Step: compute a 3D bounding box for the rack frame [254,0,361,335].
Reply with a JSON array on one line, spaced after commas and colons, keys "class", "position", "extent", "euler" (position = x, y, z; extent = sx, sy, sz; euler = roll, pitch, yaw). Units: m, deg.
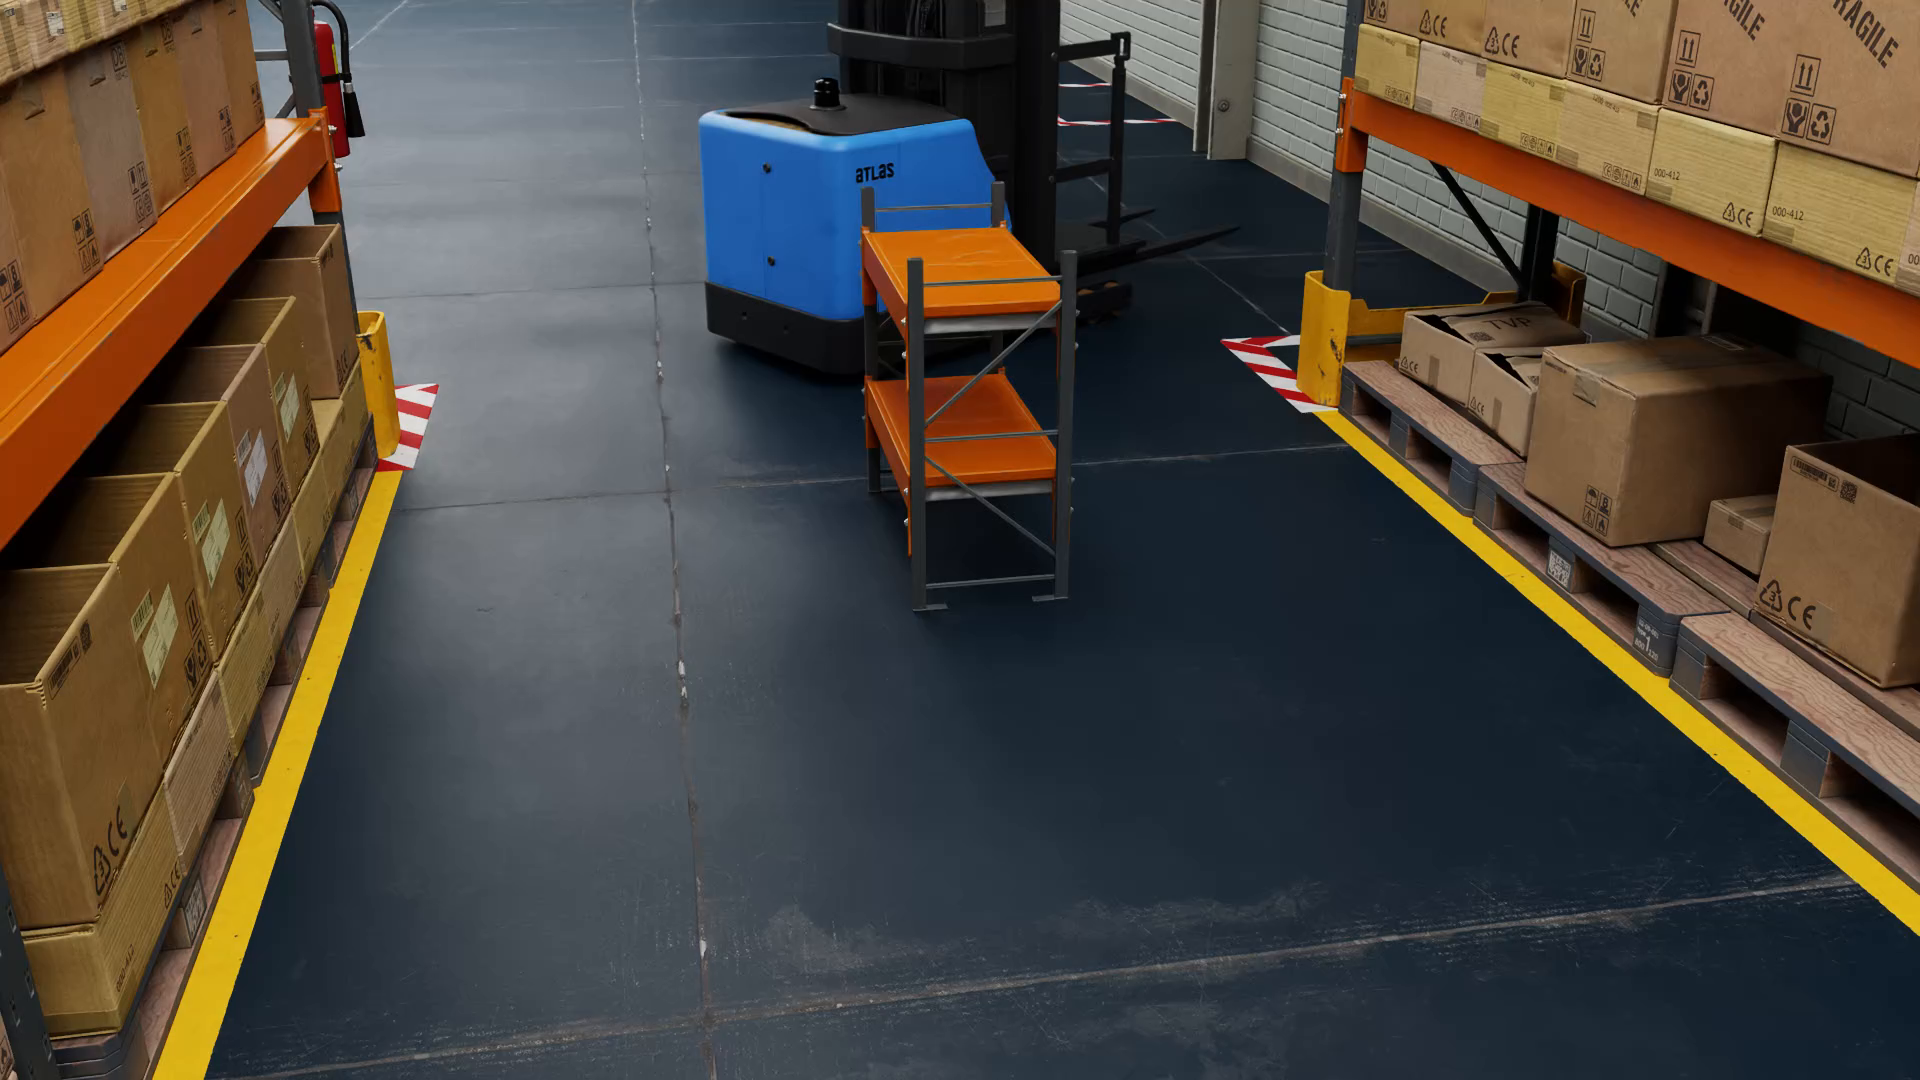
[{"class": "rack frame", "position": [-2.812, -1.706, 5.909], "extent": [1.000, 3.000, 0.127], "euler": [-4, 24, -10]}]

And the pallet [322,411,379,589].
[{"class": "pallet", "position": [-2.629, -0.131, 5.785], "extent": [1.003, 0.211, 1.213], "euler": [-4, 24, -10]}]

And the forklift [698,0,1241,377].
[{"class": "forklift", "position": [0.222, -2.546, 7.916], "extent": [3.031, 2.935, 1.130], "euler": [-21, 31, -39]}]

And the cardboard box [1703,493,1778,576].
[{"class": "cardboard box", "position": [2.520, -0.027, 5.076], "extent": [0.380, 0.149, 0.250], "euler": [-6, 24, -14]}]

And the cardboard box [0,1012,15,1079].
[{"class": "cardboard box", "position": [-1.715, 0.816, 2.344], "extent": [0.500, 0.311, 0.500], "euler": [-4, 24, -10]}]

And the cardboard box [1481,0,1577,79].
[{"class": "cardboard box", "position": [2.020, -1.750, 5.233], "extent": [0.500, 0.500, 0.500], "euler": [-5, 24, -11]}]

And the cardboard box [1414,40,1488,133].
[{"class": "cardboard box", "position": [1.944, -1.596, 5.819], "extent": [0.500, 0.250, 0.500], "euler": [-5, 24, -11]}]

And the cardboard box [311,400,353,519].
[{"class": "cardboard box", "position": [-2.318, -0.254, 5.494], "extent": [0.500, 0.250, 0.500], "euler": [-4, 24, -10]}]

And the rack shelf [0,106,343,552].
[{"class": "rack shelf", "position": [-2.442, -0.590, 4.252], "extent": [1.077, 0.370, 4.000], "euler": [-4, 24, -10]}]

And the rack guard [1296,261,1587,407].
[{"class": "rack guard", "position": [2.070, -0.899, 7.183], "extent": [1.175, 0.500, 0.348], "euler": [-4, 24, -10]}]

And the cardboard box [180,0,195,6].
[{"class": "cardboard box", "position": [-2.412, -1.611, 4.754], "extent": [0.380, 0.149, 0.250], "euler": [-4, 24, -9]}]

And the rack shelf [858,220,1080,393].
[{"class": "rack shelf", "position": [0.001, -0.781, 5.402], "extent": [0.538, 0.278, 1.000], "euler": [-4, 24, -10]}]

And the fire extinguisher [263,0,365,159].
[{"class": "fire extinguisher", "position": [-2.377, -1.752, 6.109], "extent": [0.296, 0.674, 0.183], "euler": [-4, 24, -10]}]

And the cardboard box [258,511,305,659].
[{"class": "cardboard box", "position": [-2.133, 0.140, 4.593], "extent": [0.500, 0.250, 0.500], "euler": [-4, 24, -10]}]

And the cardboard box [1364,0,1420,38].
[{"class": "cardboard box", "position": [1.849, -2.148, 6.147], "extent": [0.500, 0.500, 0.500], "euler": [-4, 24, -10]}]

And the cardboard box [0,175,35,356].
[{"class": "cardboard box", "position": [-2.264, -0.560, 3.159], "extent": [0.700, 0.500, 0.500], "euler": [-5, 24, -10]}]

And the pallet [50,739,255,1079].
[{"class": "pallet", "position": [-2.178, 0.829, 3.588], "extent": [1.003, 0.211, 1.213], "euler": [-4, 24, -10]}]

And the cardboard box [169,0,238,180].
[{"class": "cardboard box", "position": [-2.636, -1.361, 4.994], "extent": [0.700, 0.500, 0.500], "euler": [-4, 24, -8]}]

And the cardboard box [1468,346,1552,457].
[{"class": "cardboard box", "position": [2.201, -0.541, 6.050], "extent": [0.500, 0.311, 0.500], "euler": [-2, 24, -5]}]

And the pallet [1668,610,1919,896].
[{"class": "pallet", "position": [2.637, 0.515, 4.306], "extent": [1.003, 0.211, 1.213], "euler": [-4, 24, -10]}]

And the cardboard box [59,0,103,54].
[{"class": "cardboard box", "position": [-2.221, -1.205, 3.826], "extent": [0.380, 0.149, 0.250], "euler": [-4, 24, -10]}]

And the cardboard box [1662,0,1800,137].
[{"class": "cardboard box", "position": [2.224, -1.343, 4.302], "extent": [0.500, 0.500, 0.500], "euler": [-5, 24, -11]}]

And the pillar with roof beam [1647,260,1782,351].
[{"class": "pillar with roof beam", "position": [-1.195, -4.294, 4.338], "extent": [9.100, 9.000, 0.400], "euler": [-4, 24, -10]}]

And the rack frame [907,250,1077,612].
[{"class": "rack frame", "position": [0.095, -0.313, 5.061], "extent": [0.500, 1.125, 0.032], "euler": [-4, 24, -10]}]

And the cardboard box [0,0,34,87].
[{"class": "cardboard box", "position": [-2.121, -0.998, 3.351], "extent": [0.380, 0.149, 0.250], "euler": [-5, 24, -12]}]

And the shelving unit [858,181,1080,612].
[{"class": "shelving unit", "position": [0.001, -0.513, 5.519], "extent": [0.538, 1.125, 1.048], "euler": [-4, 24, -10]}]

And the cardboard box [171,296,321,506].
[{"class": "cardboard box", "position": [-2.221, -0.401, 4.894], "extent": [0.500, 0.500, 0.500], "euler": [-4, 24, -10]}]

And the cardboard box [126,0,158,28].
[{"class": "cardboard box", "position": [-2.313, -1.404, 4.281], "extent": [0.380, 0.149, 0.250], "euler": [-4, 24, -8]}]

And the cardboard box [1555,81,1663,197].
[{"class": "cardboard box", "position": [2.124, -1.196, 4.904], "extent": [0.500, 0.250, 0.500], "euler": [-4, 24, -9]}]

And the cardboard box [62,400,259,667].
[{"class": "cardboard box", "position": [-2.035, -0.008, 3.994], "extent": [0.500, 0.500, 0.500], "euler": [-4, 24, -10]}]

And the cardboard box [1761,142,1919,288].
[{"class": "cardboard box", "position": [2.326, -0.802, 4.001], "extent": [0.500, 0.250, 0.500], "euler": [-4, 24, -10]}]

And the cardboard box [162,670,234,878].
[{"class": "cardboard box", "position": [-1.947, 0.533, 3.693], "extent": [0.500, 0.250, 0.500], "euler": [-4, 24, -10]}]

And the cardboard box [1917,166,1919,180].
[{"class": "cardboard box", "position": [2.404, -0.948, 3.398], "extent": [0.500, 0.500, 0.500], "euler": [-4, 24, -10]}]

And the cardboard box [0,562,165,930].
[{"class": "cardboard box", "position": [-1.850, 0.386, 3.093], "extent": [0.500, 0.500, 0.500], "euler": [-4, 24, -10]}]

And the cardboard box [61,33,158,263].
[{"class": "cardboard box", "position": [-2.449, -0.959, 4.072], "extent": [0.700, 0.500, 0.500], "euler": [-4, 24, -8]}]
